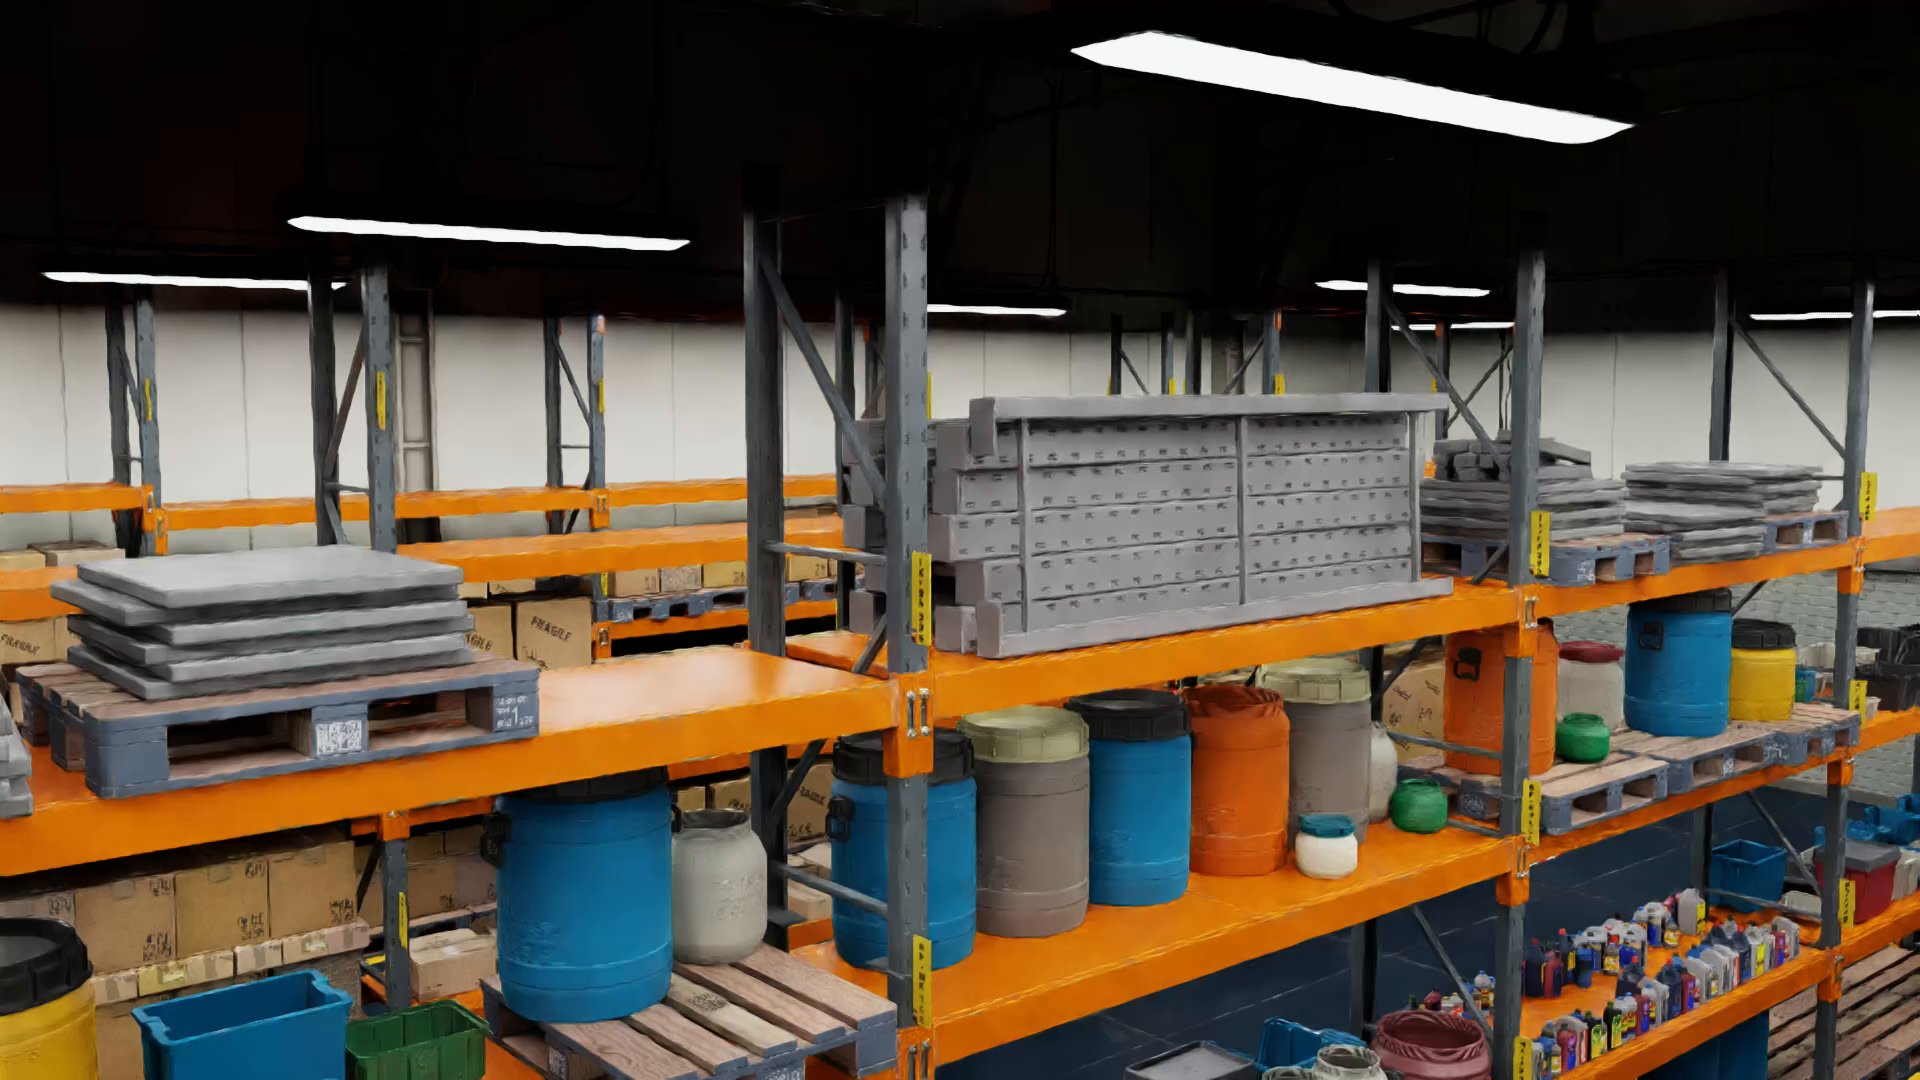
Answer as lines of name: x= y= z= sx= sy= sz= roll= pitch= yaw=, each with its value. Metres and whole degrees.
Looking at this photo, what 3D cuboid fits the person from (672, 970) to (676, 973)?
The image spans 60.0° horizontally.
person: x=-1.690 y=3.324 z=9.920 sx=0.490 sy=1.764 sz=0.626 roll=3 pitch=6 yaw=25
